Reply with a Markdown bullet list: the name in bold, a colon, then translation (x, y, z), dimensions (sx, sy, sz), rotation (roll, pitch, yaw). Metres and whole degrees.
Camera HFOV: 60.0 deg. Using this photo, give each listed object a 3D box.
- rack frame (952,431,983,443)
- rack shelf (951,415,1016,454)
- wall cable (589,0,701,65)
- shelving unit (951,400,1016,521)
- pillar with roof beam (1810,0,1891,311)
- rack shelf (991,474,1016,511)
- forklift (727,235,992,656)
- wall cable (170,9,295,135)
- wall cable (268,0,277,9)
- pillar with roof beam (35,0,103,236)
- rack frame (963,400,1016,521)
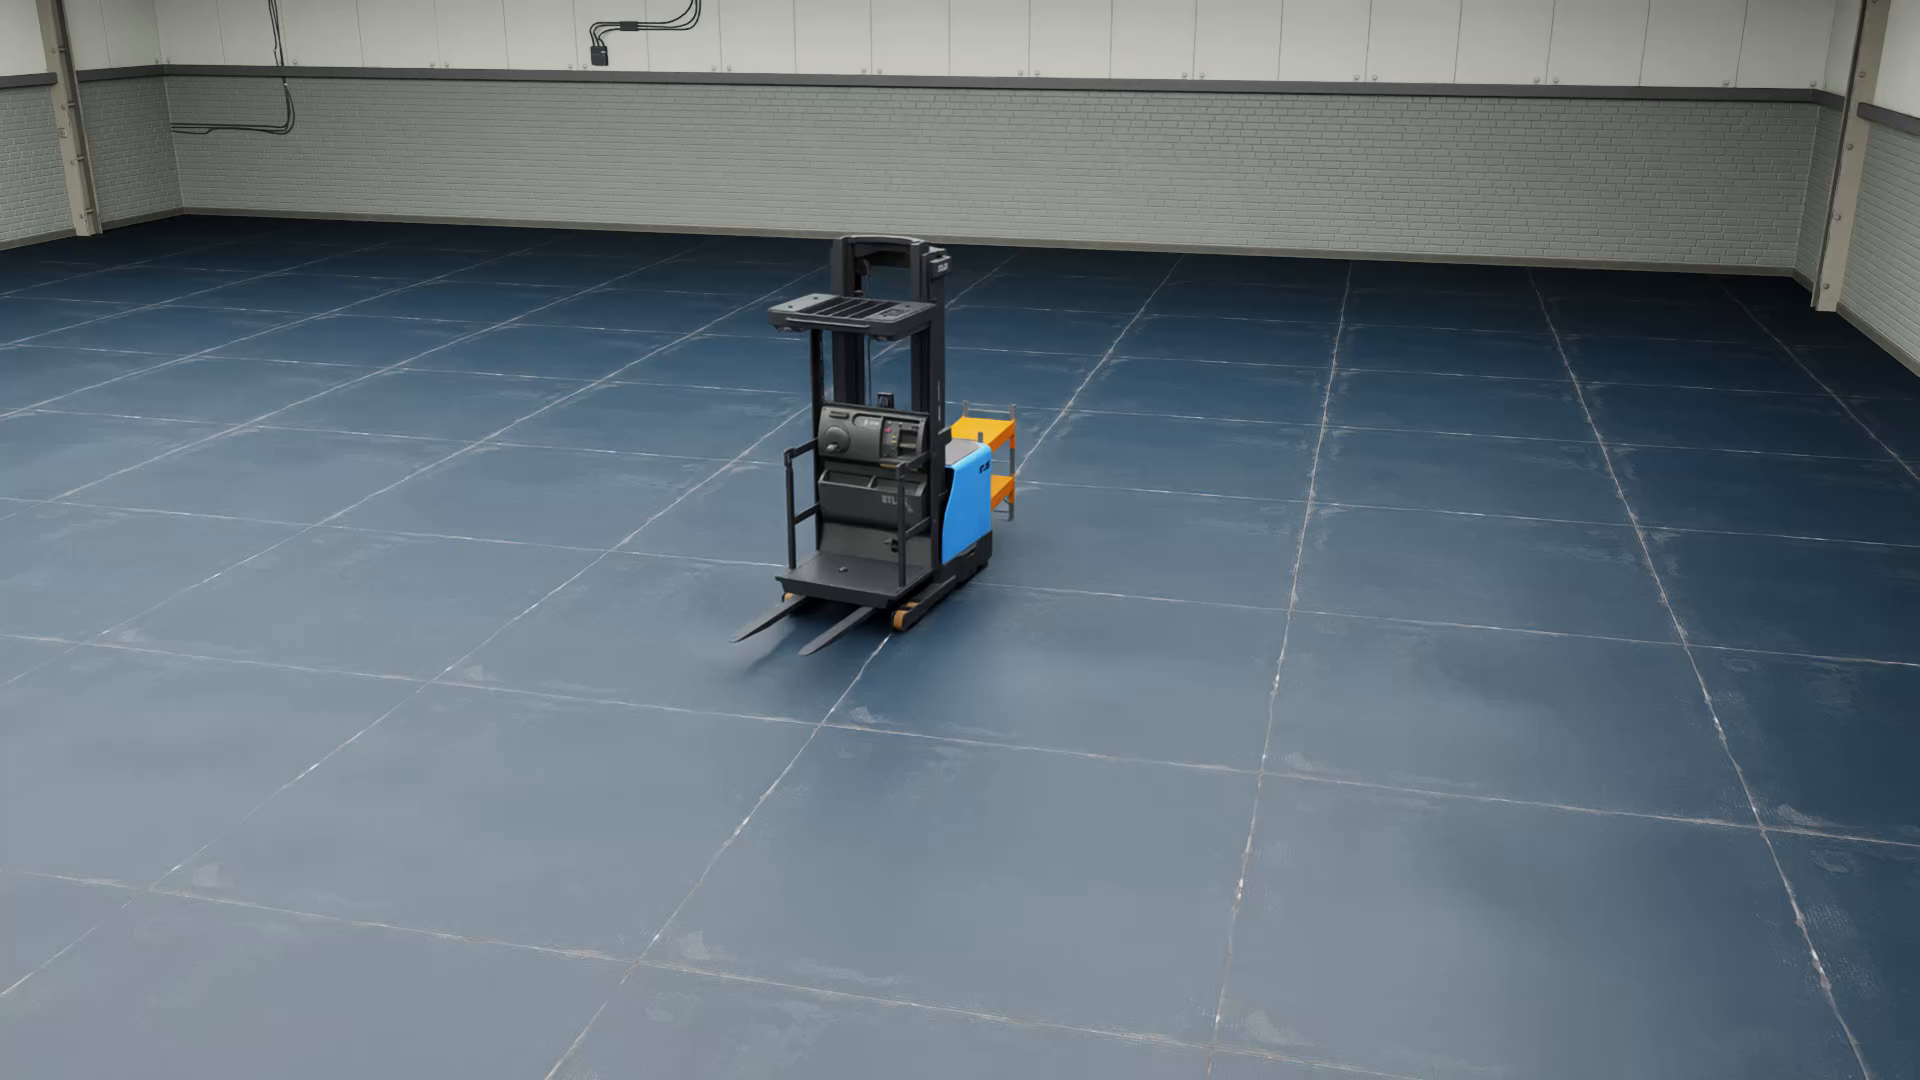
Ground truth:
- **rack frame**: translation (-0.039, -0.429, 14.705), dimensions (0.500, 1.125, 0.032), rotation (6, 20, 17)
- **rack shelf**: translation (0.116, -0.863, 15.068), dimensions (0.538, 0.278, 1.000), rotation (6, 20, 17)
- **wall cable**: translation (-6.028, -11.983, 31.086), dimensions (2.305, 6.003, 0.169), rotation (5, 19, 13)
- **shelving unit**: translation (0.116, -0.586, 15.163), dimensions (0.538, 1.125, 1.048), rotation (6, 20, 17)
- **pillar with roof beam**: translation (9.139, -8.161, 25.160), dimensions (9.100, 9.000, 0.400), rotation (5, 19, 13)
- **rack shelf**: translation (0.116, -0.355, 15.242), dimensions (0.538, 0.278, 1.000), rotation (6, 20, 17)
- **forklift**: translation (-0.790, -0.830, 13.082), dimensions (1.130, 2.935, 3.031), rotation (8, 21, 23)
- **wall cable**: translation (-15.230, -9.659, 34.347), dimensions (3.097, 2.526, 0.112), rotation (5, 19, 13)
- **wall cable**: translation (-12.607, -11.835, 32.905), dimensions (3.097, 2.526, 0.112), rotation (5, 19, 13)
- **pillar with roof beam**: translation (-13.058, -9.969, 30.452), dimensions (9.100, 9.000, 0.400), rotation (5, 19, 13)
- **rack frame**: translation (0.271, -0.742, 15.621), dimensions (0.500, 1.125, 0.032), rotation (6, 20, 17)
